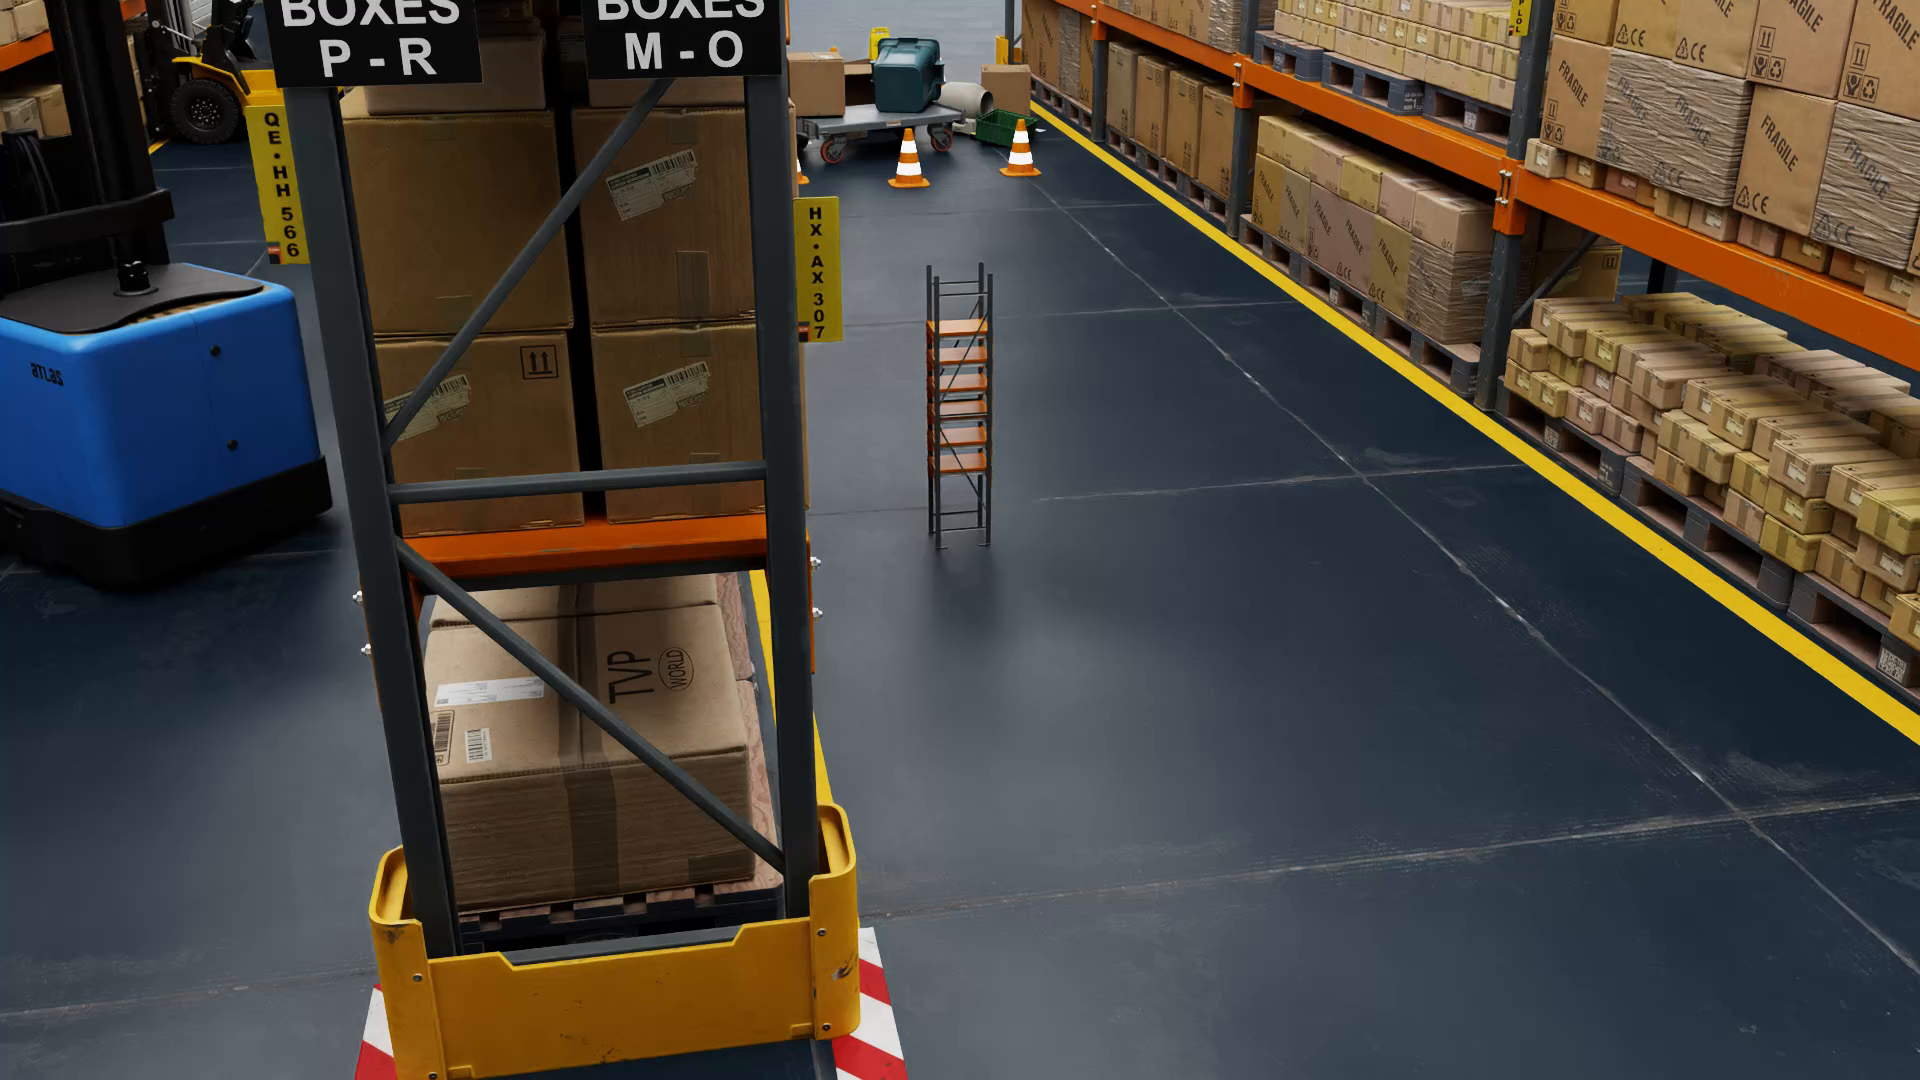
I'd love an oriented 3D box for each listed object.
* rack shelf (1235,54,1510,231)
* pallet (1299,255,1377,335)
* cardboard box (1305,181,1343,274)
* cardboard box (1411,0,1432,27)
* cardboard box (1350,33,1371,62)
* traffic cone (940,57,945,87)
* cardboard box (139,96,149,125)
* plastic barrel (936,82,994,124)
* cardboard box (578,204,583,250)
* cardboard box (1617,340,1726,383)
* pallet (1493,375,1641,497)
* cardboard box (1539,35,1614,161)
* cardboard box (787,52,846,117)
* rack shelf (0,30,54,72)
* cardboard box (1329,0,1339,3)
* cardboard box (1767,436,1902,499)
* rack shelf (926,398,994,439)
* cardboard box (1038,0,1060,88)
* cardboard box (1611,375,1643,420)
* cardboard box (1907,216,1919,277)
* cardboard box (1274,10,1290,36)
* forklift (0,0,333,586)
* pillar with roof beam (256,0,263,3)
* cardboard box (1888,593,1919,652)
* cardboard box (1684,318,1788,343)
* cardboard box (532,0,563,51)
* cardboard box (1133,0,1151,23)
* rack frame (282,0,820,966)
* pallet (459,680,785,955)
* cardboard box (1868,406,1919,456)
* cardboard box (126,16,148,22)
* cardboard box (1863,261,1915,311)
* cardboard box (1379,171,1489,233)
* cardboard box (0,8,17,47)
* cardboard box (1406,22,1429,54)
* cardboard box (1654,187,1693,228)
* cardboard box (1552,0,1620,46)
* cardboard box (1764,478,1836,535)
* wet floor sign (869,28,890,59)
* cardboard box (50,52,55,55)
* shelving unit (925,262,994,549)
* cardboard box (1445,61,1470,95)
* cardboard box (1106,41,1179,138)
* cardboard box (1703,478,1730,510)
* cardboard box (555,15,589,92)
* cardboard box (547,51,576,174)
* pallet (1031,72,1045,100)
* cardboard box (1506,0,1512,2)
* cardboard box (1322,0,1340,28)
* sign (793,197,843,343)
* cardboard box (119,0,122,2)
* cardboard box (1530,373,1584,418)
[{"bbox_3d":[2.876,-2.562,10.267,1.077,0.370,4.000,-4,24,-10],"label":"rack shelf"},{"bbox_3d":[2.871,-1.614,10.681,1.003,0.211,1.213,-4,24,-10],"label":"pallet"},{"bbox_3d":[2.582,-2.029,10.746,0.500,0.500,0.500,-5,24,-11],"label":"cardboard box"},{"bbox_3d":[2.792,-3.006,9.430,0.380,0.149,0.250,-5,24,-11],"label":"cardboard box"},{"bbox_3d":[2.637,-3.043,10.259,0.380,0.149,0.250,-4,24,-9],"label":"cardboard box"},{"bbox_3d":[-0.271,-5.348,18.918,0.336,0.463,0.334,-4,24,-10],"label":"traffic cone"},{"bbox_3d":[-7.941,-4.023,15.625,0.500,0.250,0.500,-4,24,-9],"label":"cardboard box"},{"bbox_3d":[0.049,-4.404,16.804,0.512,0.421,0.421,13,27,27],"label":"plastic barrel"},{"bbox_3d":[-1.393,-0.741,5.075,0.500,0.500,0.500,-4,24,-8],"label":"cardboard box"},{"bbox_3d":[3.264,-0.803,7.635,0.380,0.149,0.250,-5,24,-11],"label":"cardboard box"},{"bbox_3d":[3.404,-0.565,8.281,1.003,0.211,1.213,-4,24,-10],"label":"pallet"},{"bbox_3d":[3.089,-2.073,7.753,0.500,0.500,0.500,-5,24,-11],"label":"cardboard box"},{"bbox_3d":[-1.336,-4.190,15.274,0.500,0.500,0.500,-4,24,-10],"label":"cardboard box"},{"bbox_3d":[-7.587,-3.360,12.095,1.077,0.370,4.000,-4,24,-10],"label":"rack shelf"},{"bbox_3d":[2.543,-3.525,10.620,0.380,0.149,0.250,-5,24,-12],"label":"cardboard box"},{"bbox_3d":[3.385,-0.283,6.444,0.380,0.149,0.250,-3,24,-8],"label":"cardboard box"},{"bbox_3d":[-0.003,-0.515,7.041,0.258,0.103,0.180,-4,24,-10],"label":"rack shelf"},{"bbox_3d":[1.382,-5.436,18.078,0.875,0.875,0.875,-5,24,-11],"label":"cardboard box"},{"bbox_3d":[3.261,-0.668,7.698,0.380,0.149,0.250,-6,24,-12],"label":"cardboard box"},{"bbox_3d":[3.559,-1.074,5.465,0.500,0.500,0.500,-5,24,-11],"label":"cardboard box"},{"bbox_3d":[2.390,-3.565,11.453,0.380,0.149,0.250,-5,24,-10],"label":"cardboard box"},{"bbox_3d":[-4.306,-1.596,7.243,3.031,2.935,1.130,15,28,31],"label":"forklift"},{"bbox_3d":[-7.442,-13.497,26.911,9.100,9.000,0.400,-4,24,-10],"label":"pillar with roof beam"},{"bbox_3d":[3.536,0.297,5.859,0.380,0.149,0.250,-4,24,-8],"label":"cardboard box"},{"bbox_3d":[3.706,-0.948,7.966,0.380,0.149,0.250,-5,24,-10],"label":"cardboard box"},{"bbox_3d":[-1.310,-1.457,4.653,0.380,0.149,0.250,-5,24,-10],"label":"cardboard box"},{"bbox_3d":[1.783,-4.675,14.082,0.500,0.500,0.500,-4,24,-10],"label":"cardboard box"},{"bbox_3d":[-0.861,-0.125,3.789,1.000,3.000,0.127,-4,24,-10],"label":"rack frame"},{"bbox_3d":[-1.086,0.844,5.054,1.003,0.211,1.213,-4,24,-10],"label":"pallet"},{"bbox_3d":[3.959,-0.437,6.798,0.380,0.149,0.250,-4,24,-9],"label":"cardboard box"},{"bbox_3d":[-8.305,-5.282,17.259,0.500,0.250,0.500,-4,24,-8],"label":"cardboard box"},{"bbox_3d":[3.487,-0.926,5.937,0.380,0.149,0.250,-5,24,-12],"label":"cardboard box"},{"bbox_3d":[2.777,-1.973,9.681,0.500,0.250,0.500,-3,24,-7],"label":"cardboard box"},{"bbox_3d":[-7.447,-3.834,12.468,0.500,0.250,0.500,-4,24,-9],"label":"cardboard box"},{"bbox_3d":[2.783,-2.871,9.494,0.380,0.149,0.250,-6,24,-12],"label":"cardboard box"},{"bbox_3d":[3.225,-1.446,7.126,0.380,0.149,0.250,-4,24,-9],"label":"cardboard box"},{"bbox_3d":[3.089,-2.550,7.594,0.500,0.500,0.500,-4,24,-8],"label":"cardboard box"},{"bbox_3d":[3.401,-0.147,6.505,0.380,0.149,0.250,-4,24,-9],"label":"cardboard box"},{"bbox_3d":[-0.925,-5.611,19.290,0.267,0.644,0.232,-9,25,-19],"label":"wet floor sign"},{"bbox_3d":[-7.823,-4.283,14.969,0.500,0.250,0.500,-4,24,-10],"label":"cardboard box"},{"bbox_3d":[-0.003,-0.556,7.023,0.258,1.200,0.189,-4,24,-10],"label":"shelving unit"},{"bbox_3d":[2.885,-2.524,9.070,0.380,0.149,0.250,-4,24,-10],"label":"cardboard box"},{"bbox_3d":[1.969,-4.175,15.349,1.050,0.750,0.750,-4,24,-10],"label":"cardboard box"},{"bbox_3d":[3.401,-0.219,7.040,0.380,0.149,0.250,-4,24,-8],"label":"cardboard box"},{"bbox_3d":[-0.773,-1.185,4.030,0.380,0.149,0.250,-4,24,-8],"label":"cardboard box"},{"bbox_3d":[-1.398,-1.200,4.875,0.500,0.500,0.500,-4,24,-10],"label":"cardboard box"},{"bbox_3d":[1.251,-5.238,18.980,1.003,0.211,1.213,-4,24,-10],"label":"pallet"},{"bbox_3d":[3.385,-3.152,9.766,0.380,0.149,0.250,-3,24,-8],"label":"cardboard box"},{"bbox_3d":[2.550,-3.376,10.650,0.380,0.149,0.250,-4,24,-10],"label":"cardboard box"},{"bbox_3d":[-0.314,-0.597,3.689,0.100,0.325,0.005,-4,24,-10],"label":"sign"},{"bbox_3d":[-7.990,-5.119,15.098,0.500,0.500,0.500,-5,24,-10],"label":"cardboard box"},{"bbox_3d":[3.046,-0.719,8.186,0.380,0.149,0.250,-4,24,-8],"label":"cardboard box"}]
